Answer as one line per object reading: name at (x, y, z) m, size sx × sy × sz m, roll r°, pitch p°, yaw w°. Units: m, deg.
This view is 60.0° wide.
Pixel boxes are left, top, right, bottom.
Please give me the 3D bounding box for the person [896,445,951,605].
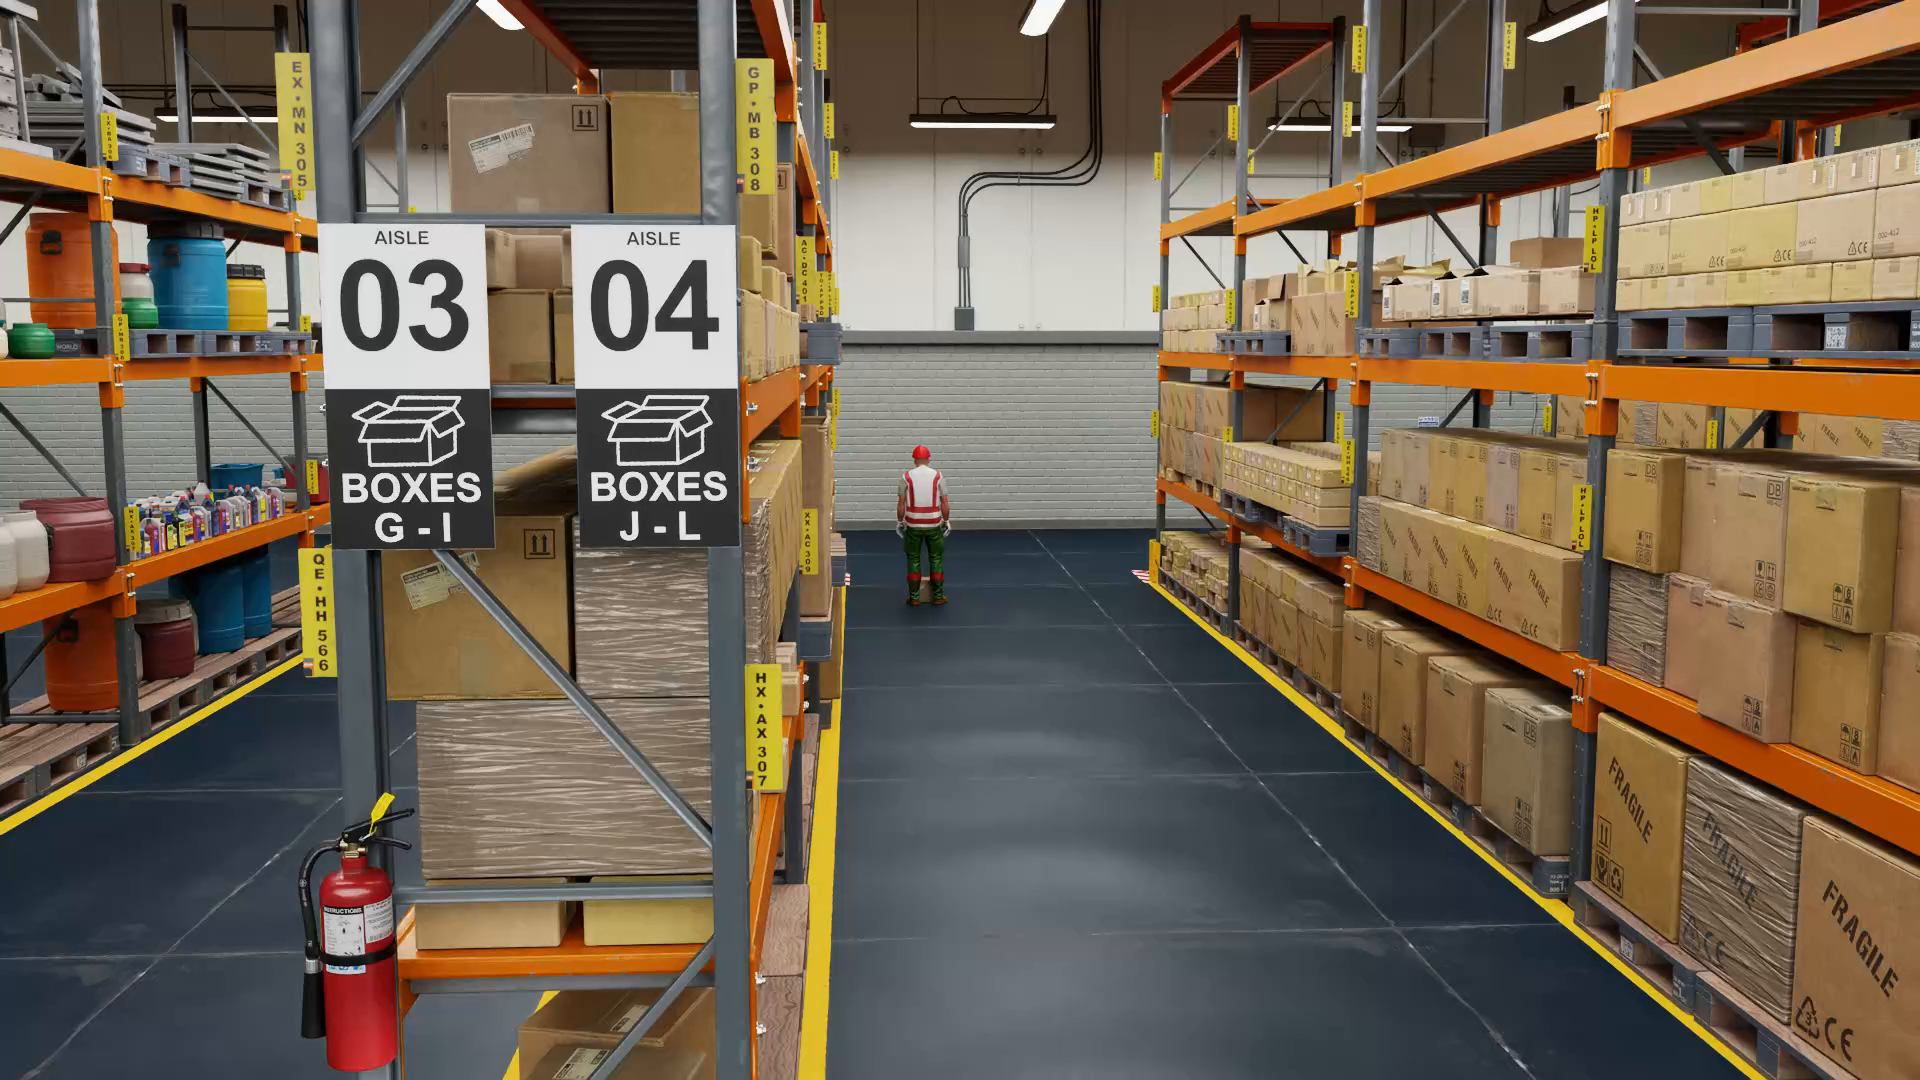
person at (-3.317, 0.506, 12.911) m, size 7.105 × 1.779 × 11.511 m, roll 0°, pitch 7°, yaw -3°
